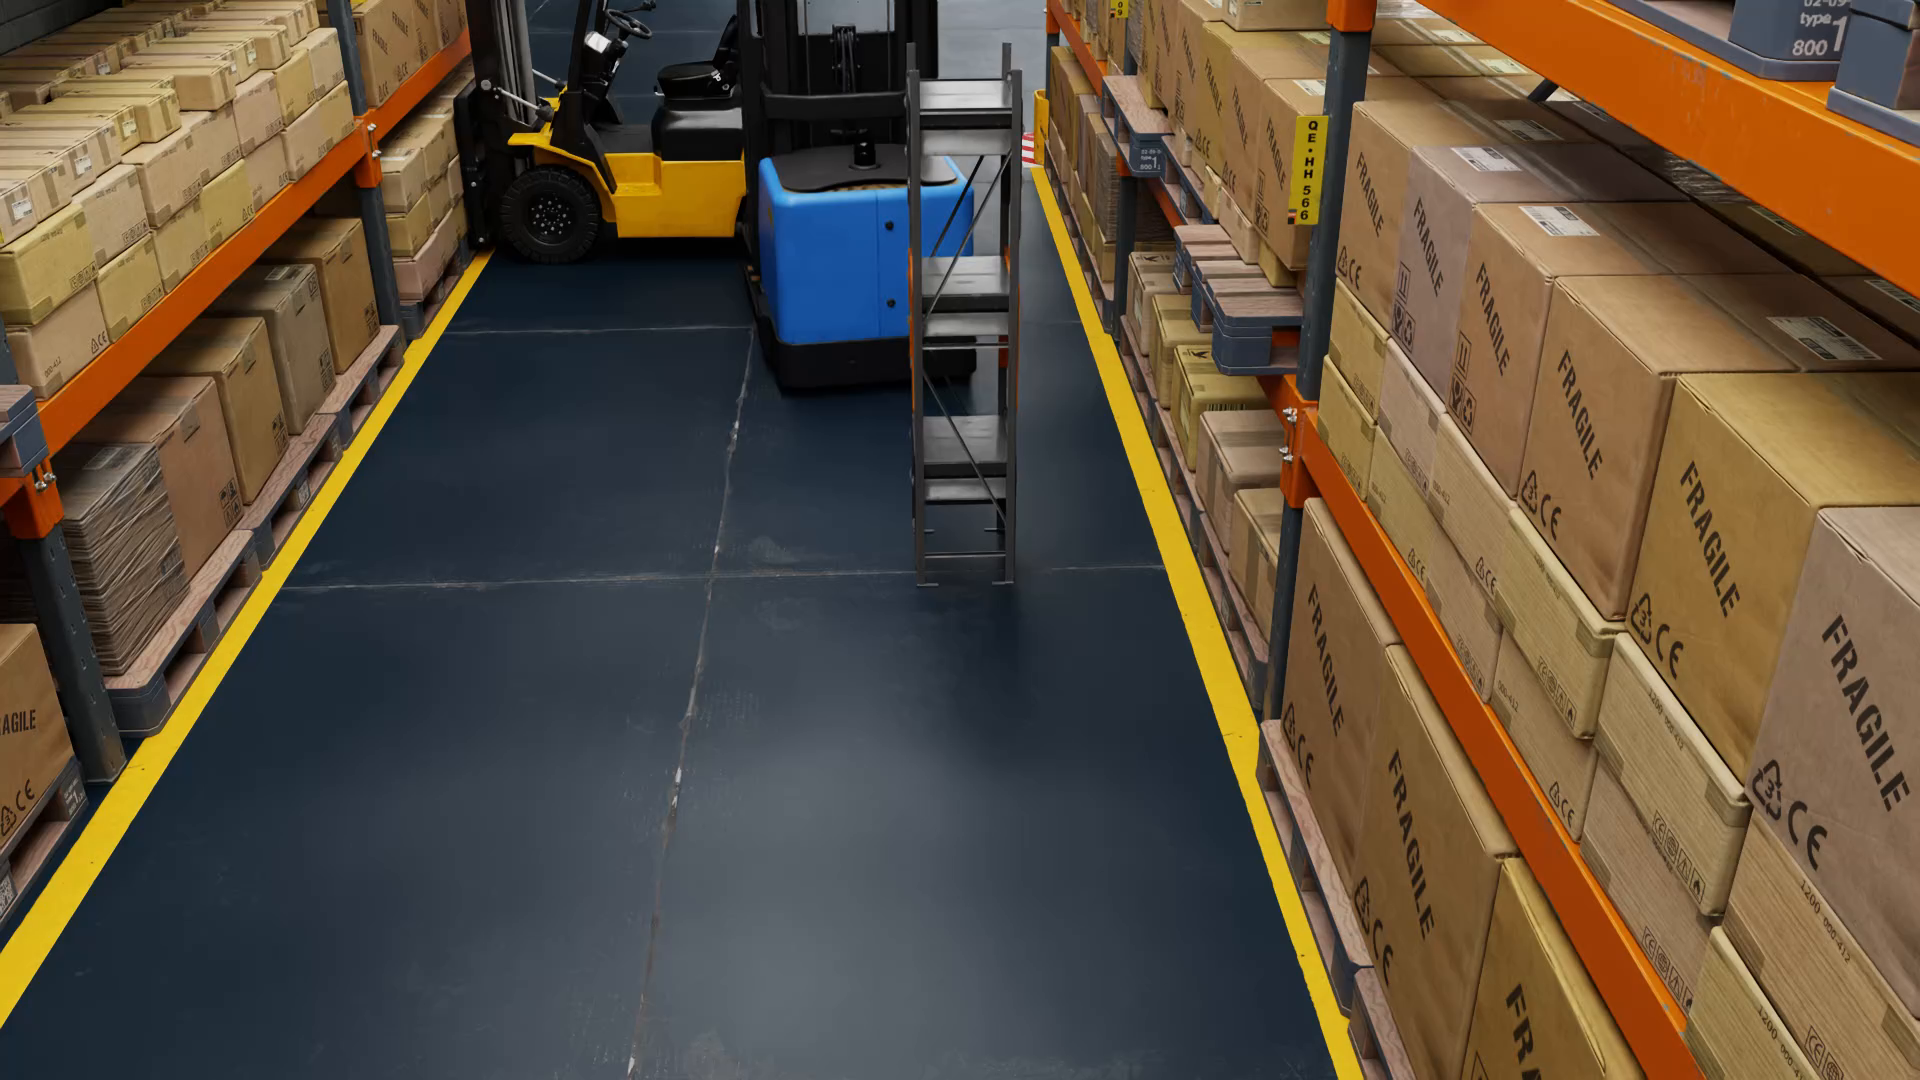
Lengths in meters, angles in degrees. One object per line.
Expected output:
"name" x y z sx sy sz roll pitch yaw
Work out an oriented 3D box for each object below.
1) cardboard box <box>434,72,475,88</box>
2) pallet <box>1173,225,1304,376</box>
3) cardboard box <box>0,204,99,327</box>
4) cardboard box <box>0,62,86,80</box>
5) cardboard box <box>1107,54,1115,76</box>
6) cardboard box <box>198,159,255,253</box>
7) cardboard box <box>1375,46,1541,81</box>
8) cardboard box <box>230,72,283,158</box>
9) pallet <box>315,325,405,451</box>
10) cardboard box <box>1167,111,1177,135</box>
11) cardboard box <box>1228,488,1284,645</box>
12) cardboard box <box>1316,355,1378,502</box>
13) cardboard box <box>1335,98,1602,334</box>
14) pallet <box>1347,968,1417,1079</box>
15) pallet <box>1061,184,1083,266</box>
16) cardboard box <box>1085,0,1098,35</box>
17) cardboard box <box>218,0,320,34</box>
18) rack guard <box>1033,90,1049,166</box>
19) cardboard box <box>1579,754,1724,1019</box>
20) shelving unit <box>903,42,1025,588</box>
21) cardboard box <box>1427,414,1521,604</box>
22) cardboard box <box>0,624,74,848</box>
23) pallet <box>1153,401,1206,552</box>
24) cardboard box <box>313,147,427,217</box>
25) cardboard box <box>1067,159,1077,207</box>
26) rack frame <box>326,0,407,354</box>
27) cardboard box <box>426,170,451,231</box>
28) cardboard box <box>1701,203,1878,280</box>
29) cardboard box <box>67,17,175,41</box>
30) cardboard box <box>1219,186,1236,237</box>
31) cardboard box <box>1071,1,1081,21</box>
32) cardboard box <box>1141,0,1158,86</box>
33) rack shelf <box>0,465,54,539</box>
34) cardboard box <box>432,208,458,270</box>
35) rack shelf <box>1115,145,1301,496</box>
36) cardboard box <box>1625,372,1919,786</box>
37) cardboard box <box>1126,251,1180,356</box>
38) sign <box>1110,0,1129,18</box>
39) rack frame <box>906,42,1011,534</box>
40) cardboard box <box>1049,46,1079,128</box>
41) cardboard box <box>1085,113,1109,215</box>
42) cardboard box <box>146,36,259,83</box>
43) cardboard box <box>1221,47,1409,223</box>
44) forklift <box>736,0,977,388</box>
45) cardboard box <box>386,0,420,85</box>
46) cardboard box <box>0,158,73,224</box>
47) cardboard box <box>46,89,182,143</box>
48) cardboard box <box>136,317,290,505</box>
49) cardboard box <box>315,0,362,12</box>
"cardboard box" -3.392 -2.945 11.091 0.500 0.250 0.500 -1 28 -2
"pallet" 1.434 -0.877 5.895 1.213 0.211 1.003 -1 28 -3
"cardboard box" -3.133 -0.880 5.316 0.500 0.250 0.500 -1 28 -3
"cardboard box" -3.751 -1.820 6.687 0.380 0.149 0.250 -1 28 -2
"cardboard box" 1.028 -2.627 9.315 0.380 0.149 0.250 -1 28 -1
"cardboard box" -3.239 -1.368 6.791 0.500 0.250 0.500 -1 28 -1
"cardboard box" 1.751 -1.452 5.906 0.500 0.500 0.500 0 28 0
"cardboard box" -3.252 -1.822 7.121 0.500 0.250 0.500 -1 28 -2
"pallet" -3.510 -0.785 8.528 1.003 0.211 1.213 -1 28 -3
"cardboard box" 1.149 -1.930 7.525 0.380 0.149 0.250 -1 28 -2
"cardboard box" 1.558 0.082 6.236 0.950 0.372 0.625 -3 28 -6
"cardboard box" 1.352 -0.337 4.814 0.500 0.250 0.500 -2 28 -4
"cardboard box" 1.359 -0.889 4.522 0.500 0.500 0.500 -2 28 -4
"pallet" 1.604 1.529 4.090 1.003 0.211 1.213 -1 28 -3
"pallet" 1.232 -2.120 11.087 1.003 0.211 1.213 -1 28 -3
"cardboard box" 1.032 -3.335 9.971 0.500 0.500 0.500 -1 28 -1
"cardboard box" -3.348 -2.541 8.068 0.380 0.149 0.250 0 28 -1
"rack guard" 1.164 -3.186 12.819 1.175 0.500 0.348 -1 28 -3
"cardboard box" 1.479 0.609 3.002 0.500 0.250 0.500 -2 28 -4
"shelving unit" 0.009 -0.855 6.618 0.431 2.100 0.503 -1 28 -3
"cardboard box" 1.397 -0.081 3.784 0.500 0.250 0.500 -1 28 -3
"cardboard box" -3.142 0.598 5.108 0.500 0.500 0.500 -1 28 -1
"pallet" 1.478 -0.322 7.639 1.003 0.211 1.213 -1 28 -3
"cardboard box" -3.300 -2.002 9.284 0.500 0.250 0.500 -2 28 -3
"cardboard box" 0.986 -2.430 11.185 0.500 0.250 0.500 0 28 1
"rack frame" -3.588 -2.361 8.533 1.000 3.000 0.127 -1 28 -3
"cardboard box" -3.333 -2.013 9.845 0.500 0.250 0.500 -2 28 -3
"cardboard box" 1.920 -0.424 3.631 0.500 0.500 0.500 -1 28 -3
"cardboard box" -3.810 -2.285 7.578 0.380 0.149 0.250 -1 28 -3
"cardboard box" 1.176 -1.210 6.143 0.380 0.149 0.250 -3 28 -5
"cardboard box" 0.946 -3.579 11.140 0.380 0.149 0.250 -1 28 -1
"cardboard box" 1.134 -2.390 7.705 0.500 0.500 0.500 -1 28 -2
"rack shelf" -3.275 0.729 3.387 1.077 0.370 4.000 -1 28 -3
"cardboard box" -3.324 -1.794 9.965 0.500 0.250 0.500 -2 28 -4
"rack shelf" 1.473 -1.240 7.162 1.077 0.370 4.000 -1 28 -3
"cardboard box" 1.471 0.051 2.720 0.500 0.500 0.500 -1 28 -1
"cardboard box" 1.399 -1.262 8.813 0.950 0.372 0.625 -1 28 -2
"sign" 0.827 -2.850 8.534 0.100 0.325 0.005 -1 28 -3
"rack frame" -0.004 -0.967 6.834 0.400 2.100 0.015 -1 28 -3
"cardboard box" 0.928 -3.239 11.925 0.500 0.500 0.500 -2 28 -4
"cardboard box" 1.042 -2.284 10.093 0.500 0.500 0.500 -1 28 -2
"cardboard box" -3.259 -2.067 7.160 0.380 0.149 0.250 -2 28 -4
"cardboard box" 1.238 -1.440 5.882 0.500 0.500 0.500 -2 28 -3
"forklift" -0.712 -2.746 9.345 1.130 2.935 3.031 -5 28 -10
"cardboard box" -3.394 -2.857 9.376 0.500 0.500 0.500 -1 28 -2
"cardboard box" -3.117 -1.123 5.351 0.380 0.149 0.250 -1 28 -2
"cardboard box" -3.179 -1.596 6.257 0.380 0.149 0.250 -1 28 -2
"cardboard box" -3.475 -0.548 7.171 0.875 0.625 0.625 -2 28 -5
"cardboard box" -3.342 -2.847 8.655 0.380 0.149 0.250 -2 28 -3
